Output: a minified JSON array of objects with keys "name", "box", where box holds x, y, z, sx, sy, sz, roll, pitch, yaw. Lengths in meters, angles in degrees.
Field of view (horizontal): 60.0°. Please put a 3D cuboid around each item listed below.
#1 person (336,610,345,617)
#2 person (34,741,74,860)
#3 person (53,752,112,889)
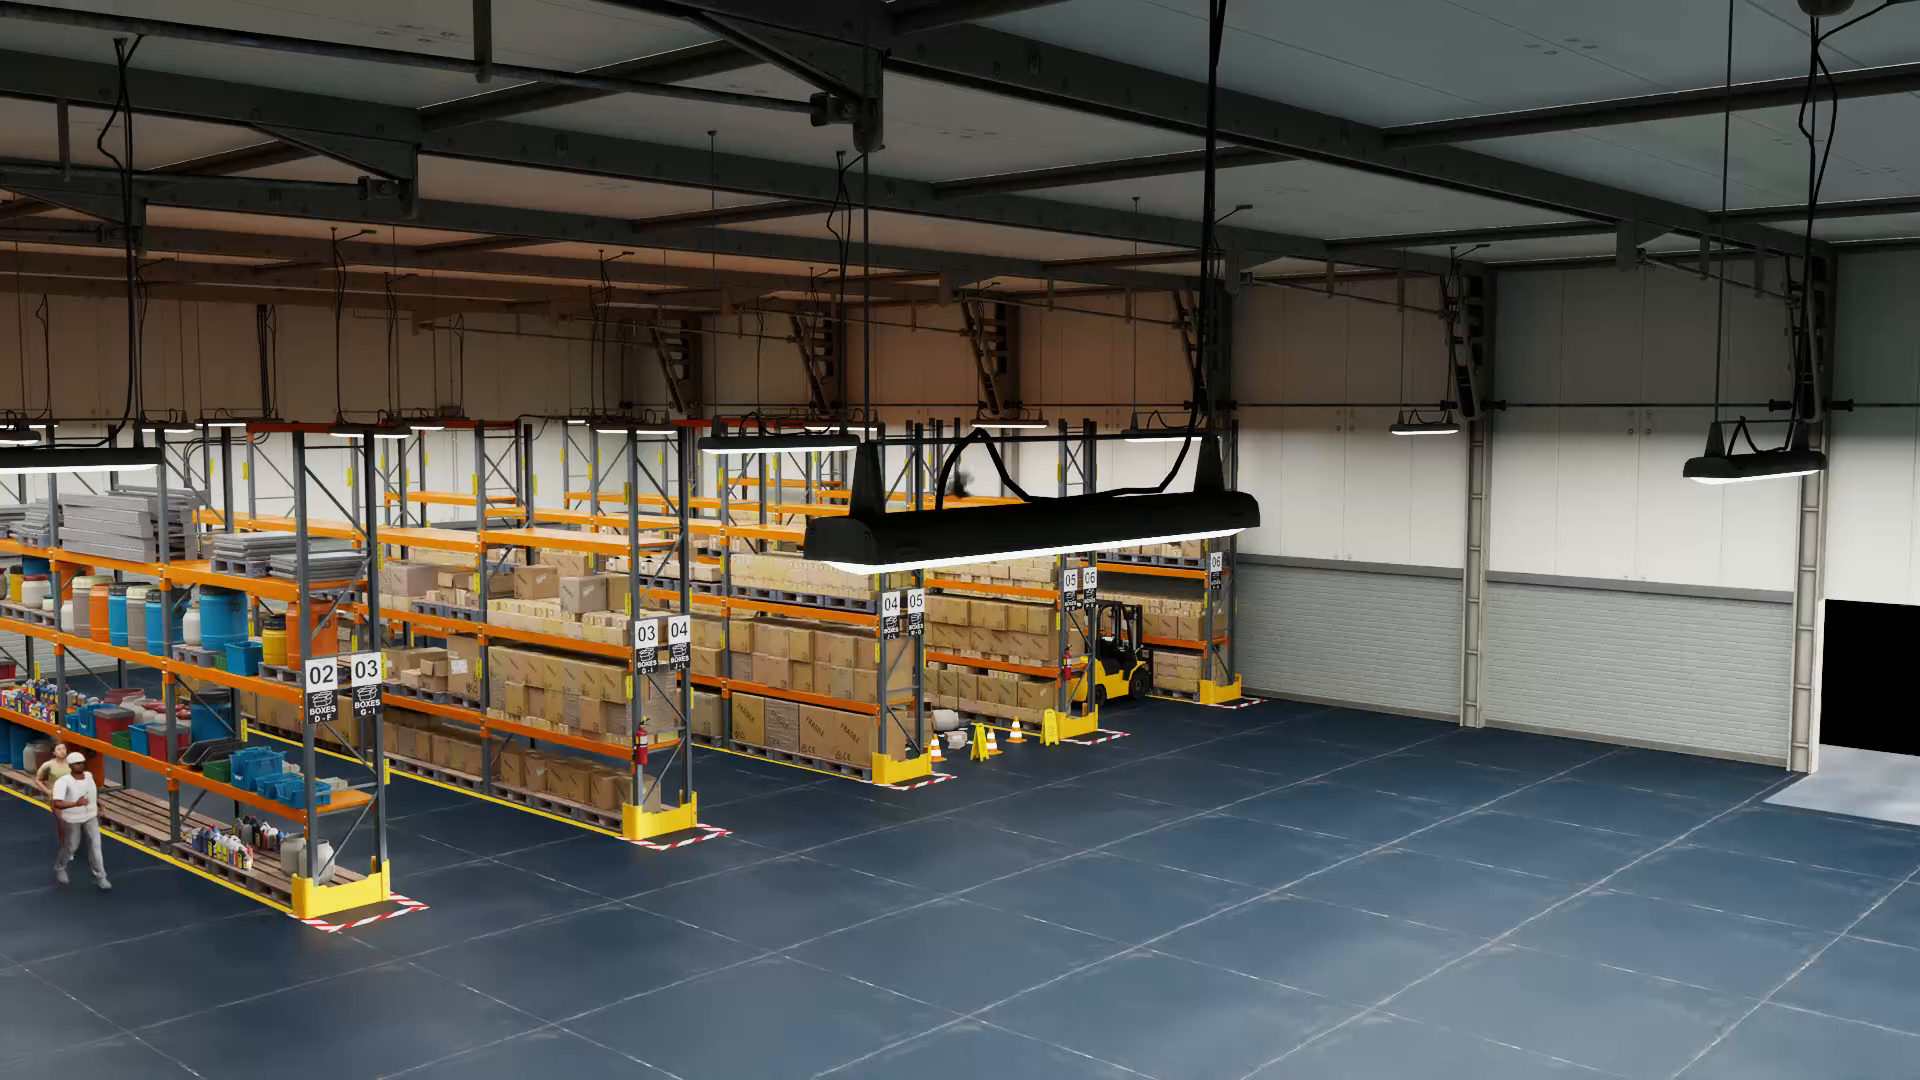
[{"name":"person","box":[-14.164,2.393,37.845,0.669,1.762,0.705,-1,5,-14]},{"name":"person","box":[-12.587,3.616,23.237,0.618,1.644,0.589,4,6,42]},{"name":"person","box":[-11.469,3.637,21.674,0.983,1.760,0.694,3,5,29]}]
